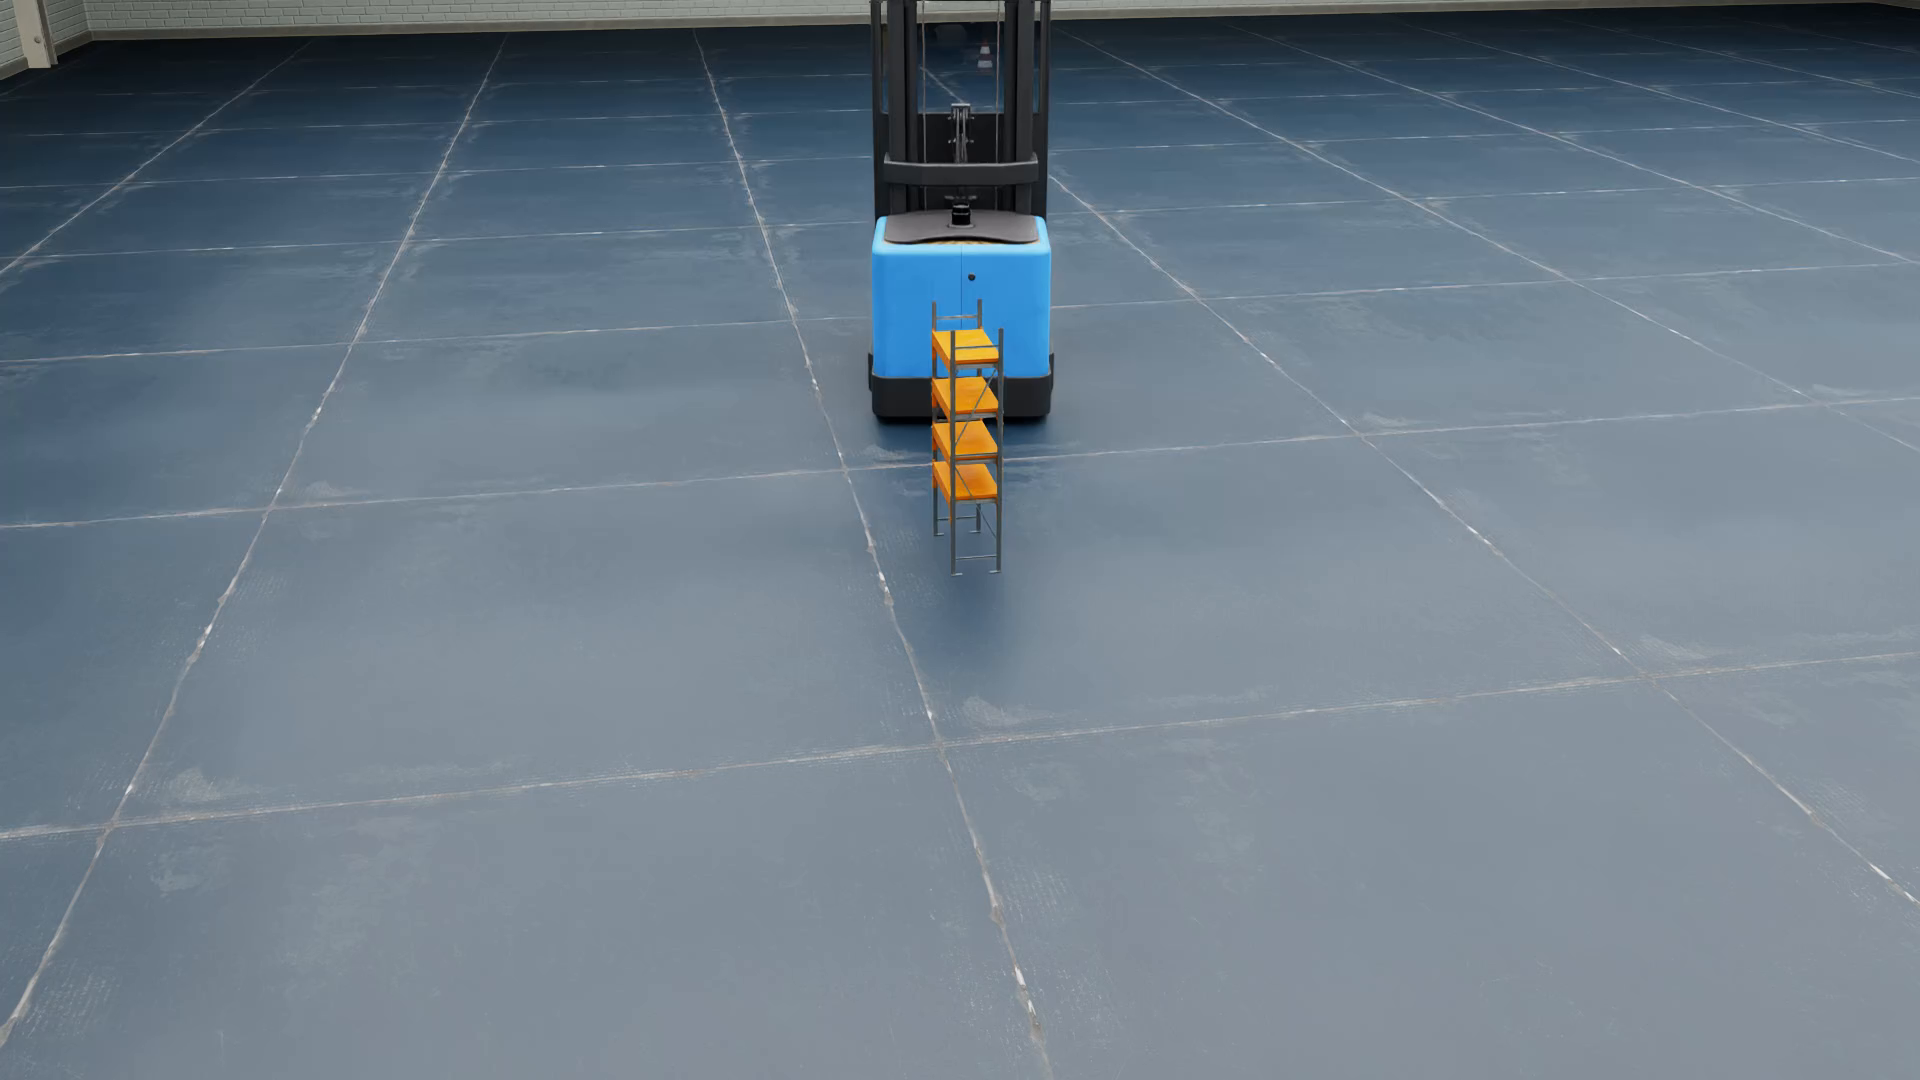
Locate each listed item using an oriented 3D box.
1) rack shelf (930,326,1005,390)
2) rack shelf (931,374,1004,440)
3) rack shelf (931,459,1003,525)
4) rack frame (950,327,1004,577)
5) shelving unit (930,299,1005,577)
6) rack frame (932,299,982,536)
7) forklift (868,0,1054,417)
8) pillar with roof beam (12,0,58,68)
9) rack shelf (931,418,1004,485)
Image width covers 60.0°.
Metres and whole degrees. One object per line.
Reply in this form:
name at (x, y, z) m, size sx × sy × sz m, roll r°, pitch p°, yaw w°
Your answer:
rack shelf at (0.031, -0.845, 7.703) m, size 0.258 × 0.148 × 0.480 m, roll -4°, pitch 24°, yaw -10°
rack shelf at (0.031, -0.628, 7.798) m, size 0.258 × 0.148 × 0.480 m, roll -4°, pitch 24°, yaw -10°
rack shelf at (0.031, -0.241, 7.967) m, size 0.258 × 0.148 × 0.480 m, roll -4°, pitch 24°, yaw -10°
rack frame at (0.076, -0.389, 7.641) m, size 0.240 × 1.200 × 0.015 m, roll -4°, pitch 24°, yaw -10°
shelving unit at (0.031, -0.485, 7.861) m, size 0.258 × 1.200 × 0.503 m, roll -4°, pitch 24°, yaw -10°
rack frame at (-0.015, -0.581, 8.081) m, size 0.240 × 1.200 × 0.015 m, roll -4°, pitch 24°, yaw -10°
forklift at (0.003, -2.603, 10.547) m, size 1.130 × 2.935 × 3.031 m, roll 0°, pitch 24°, yaw 0°
pillar with roof beam at (-8.881, -11.216, 22.687) m, size 9.100 × 9.000 × 0.400 m, roll -4°, pitch 24°, yaw -10°
rack shelf at (0.031, -0.423, 7.888) m, size 0.258 × 0.148 × 0.480 m, roll -4°, pitch 24°, yaw -10°
